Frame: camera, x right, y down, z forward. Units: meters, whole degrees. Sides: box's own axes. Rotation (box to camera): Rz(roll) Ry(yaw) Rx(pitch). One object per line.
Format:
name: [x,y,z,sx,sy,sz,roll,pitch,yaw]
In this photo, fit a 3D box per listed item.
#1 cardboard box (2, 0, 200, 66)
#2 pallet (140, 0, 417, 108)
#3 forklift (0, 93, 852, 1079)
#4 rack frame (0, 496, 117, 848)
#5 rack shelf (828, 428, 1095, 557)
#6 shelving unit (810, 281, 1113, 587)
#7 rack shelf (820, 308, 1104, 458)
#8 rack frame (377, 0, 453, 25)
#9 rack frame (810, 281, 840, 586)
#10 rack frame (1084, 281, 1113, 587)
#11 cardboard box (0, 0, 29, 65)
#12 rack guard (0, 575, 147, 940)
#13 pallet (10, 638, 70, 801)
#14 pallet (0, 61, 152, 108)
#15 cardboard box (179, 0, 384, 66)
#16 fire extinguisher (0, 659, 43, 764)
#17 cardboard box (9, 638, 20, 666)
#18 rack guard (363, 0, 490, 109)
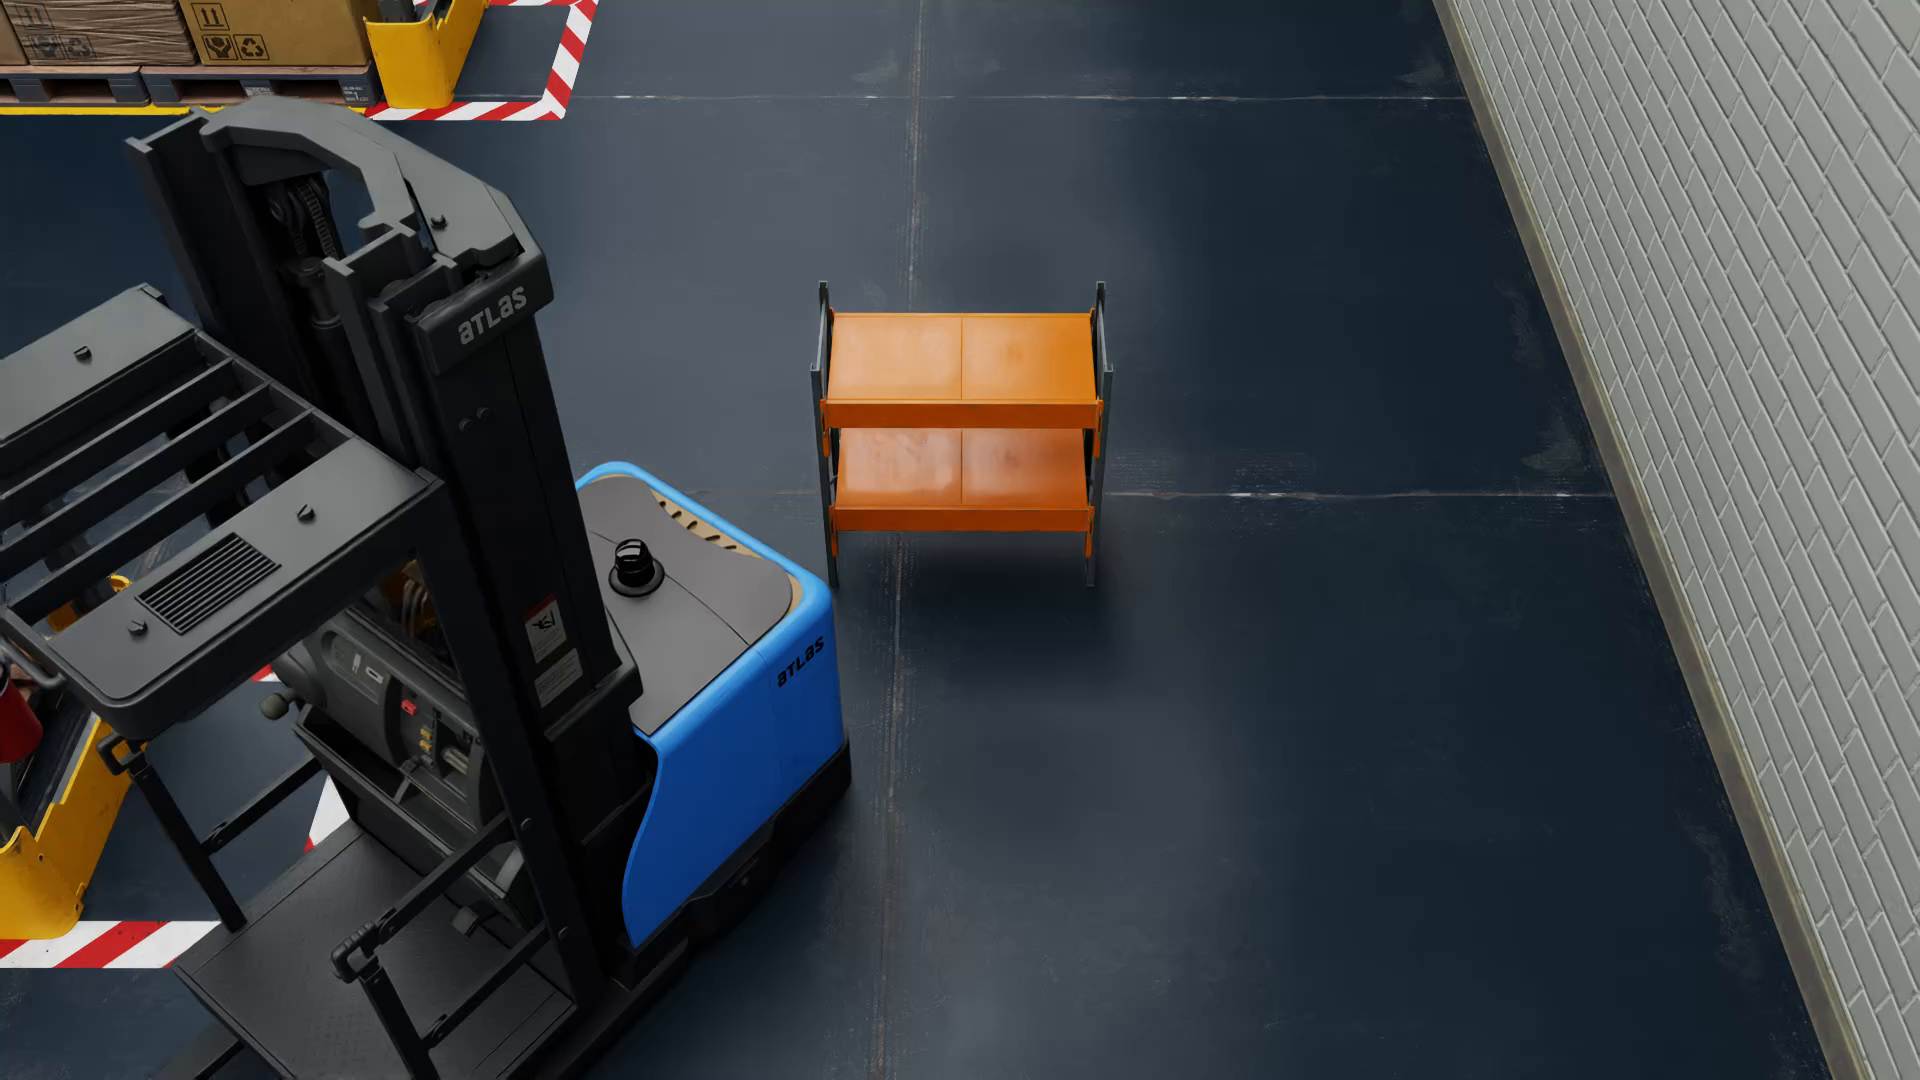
cardboard box: [-4.477,-3.121,8.771,0.875,0.875,0.875,0,47,0]
pallet: [-3.727,-2.751,9.167,1.213,0.211,1.003,0,47,0]
forklift: [-1.688,0.510,4.273,1.130,2.935,3.031,30,54,25]
rack frame: [-3.046,-0.126,4.818,0.127,3.000,1.000,0,47,0]
rack shelf: [0.007,-0.217,6.517,1.000,0.278,0.538,0,47,0]
shelving unit: [0.007,-0.383,6.338,1.048,1.125,0.538,0,47,0]
rack shelf: [0.007,-0.583,6.124,1.000,0.278,0.538,0,47,0]
rack frame: [-2.927,-3.756,8.197,0.127,3.000,1.000,0,47,0]
rack frame: [-0.502,-0.385,6.340,0.032,1.125,0.500,0,47,0]
rack frame: [0.515,-0.382,6.337,0.032,1.125,0.500,0,47,0]
cardboard box: [-5.367,-3.124,8.773,0.875,0.875,0.875,0,47,0]
rack guard: [-3.122,0.725,5.733,0.348,0.500,1.175,0,47,0]
pallet: [-3.935,0.796,5.865,1.213,0.211,1.003,0,47,0]
pallet: [-4.944,-2.757,9.172,1.213,0.211,1.003,0,47,0]
cardboard box: [-3.567,-3.119,8.768,0.875,0.875,0.875,0,47,0]
fire extinguisher: [-2.796,0.366,4.668,0.183,0.674,0.296,0,47,0]
cardboard box: [-3.569,0.466,5.927,0.250,0.149,0.380,1,47,1]
rack guard: [-2.903,-2.905,9.112,0.348,0.500,1.175,0,47,0]
